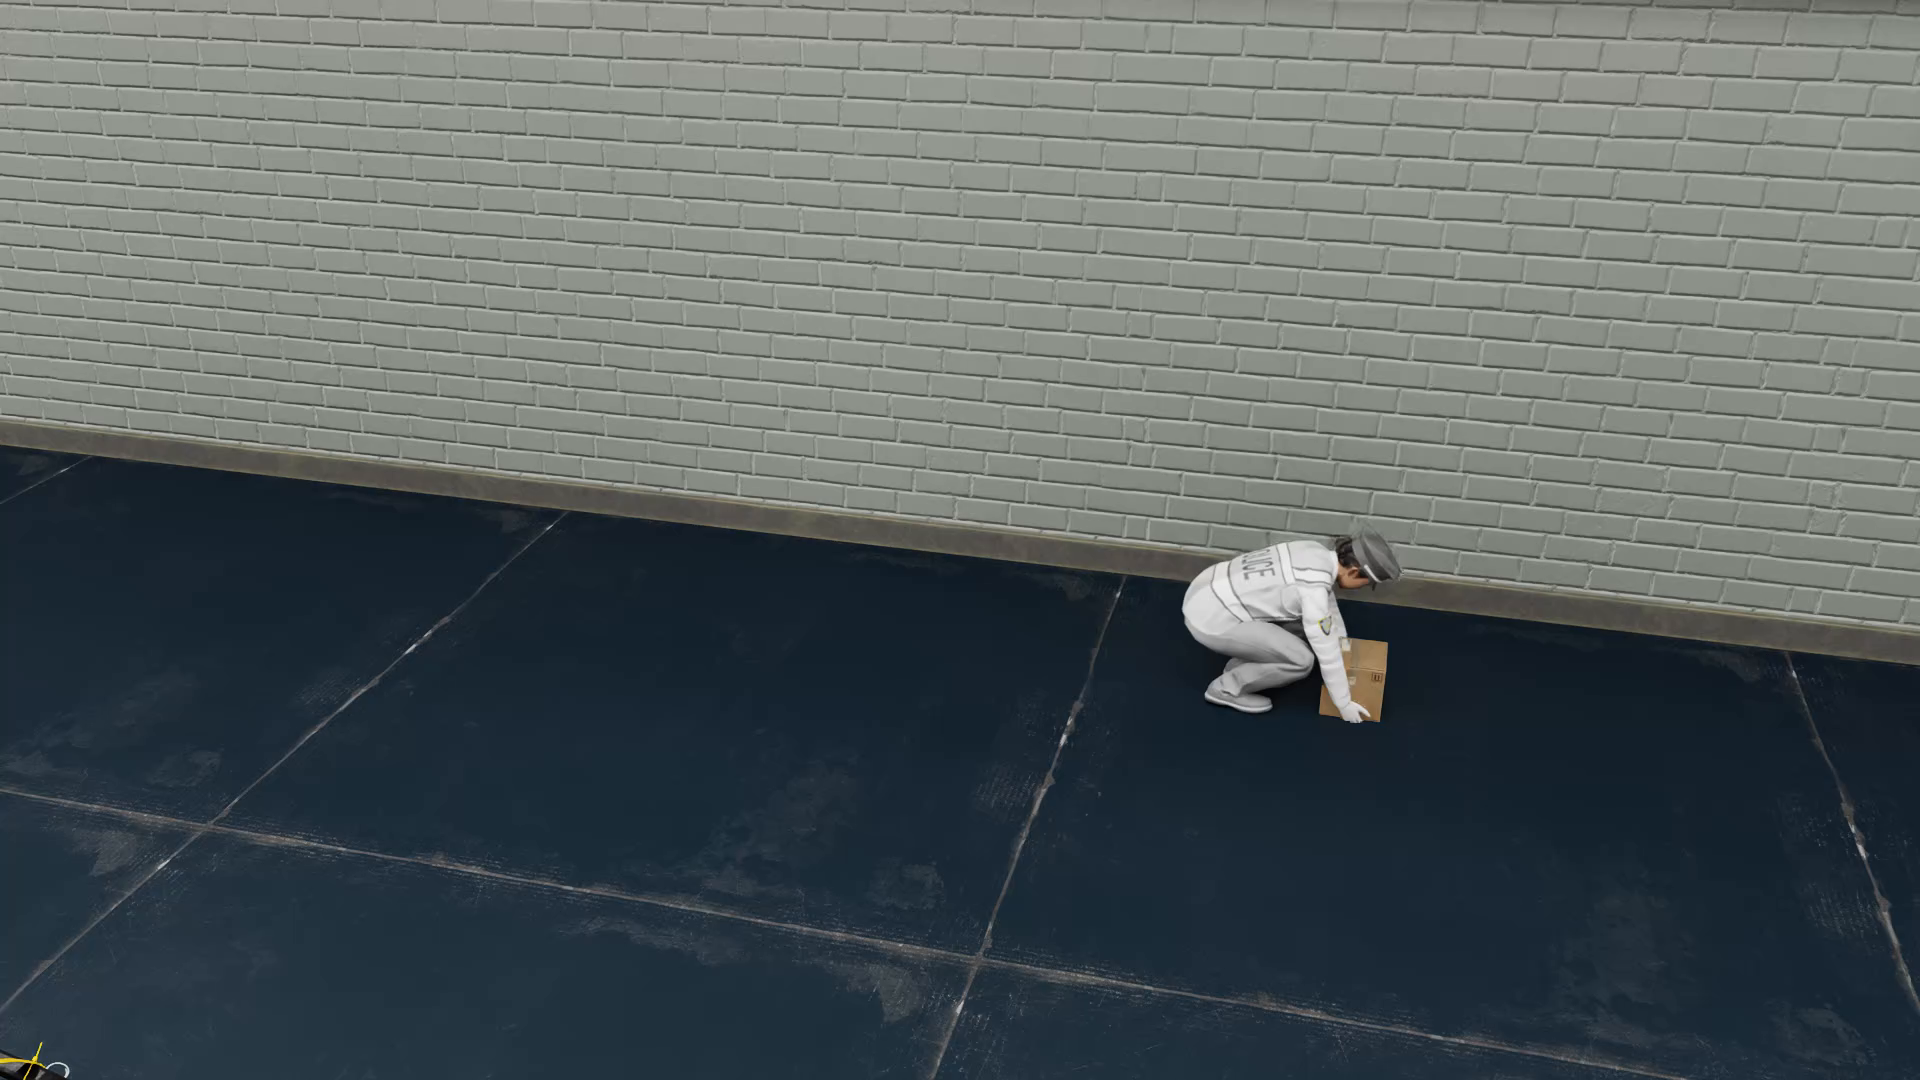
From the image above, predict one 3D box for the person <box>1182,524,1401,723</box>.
[{"bbox_3d":[1.376,0.328,6.979,0.873,0.848,0.473,6,26,13],"label":"person"}]
